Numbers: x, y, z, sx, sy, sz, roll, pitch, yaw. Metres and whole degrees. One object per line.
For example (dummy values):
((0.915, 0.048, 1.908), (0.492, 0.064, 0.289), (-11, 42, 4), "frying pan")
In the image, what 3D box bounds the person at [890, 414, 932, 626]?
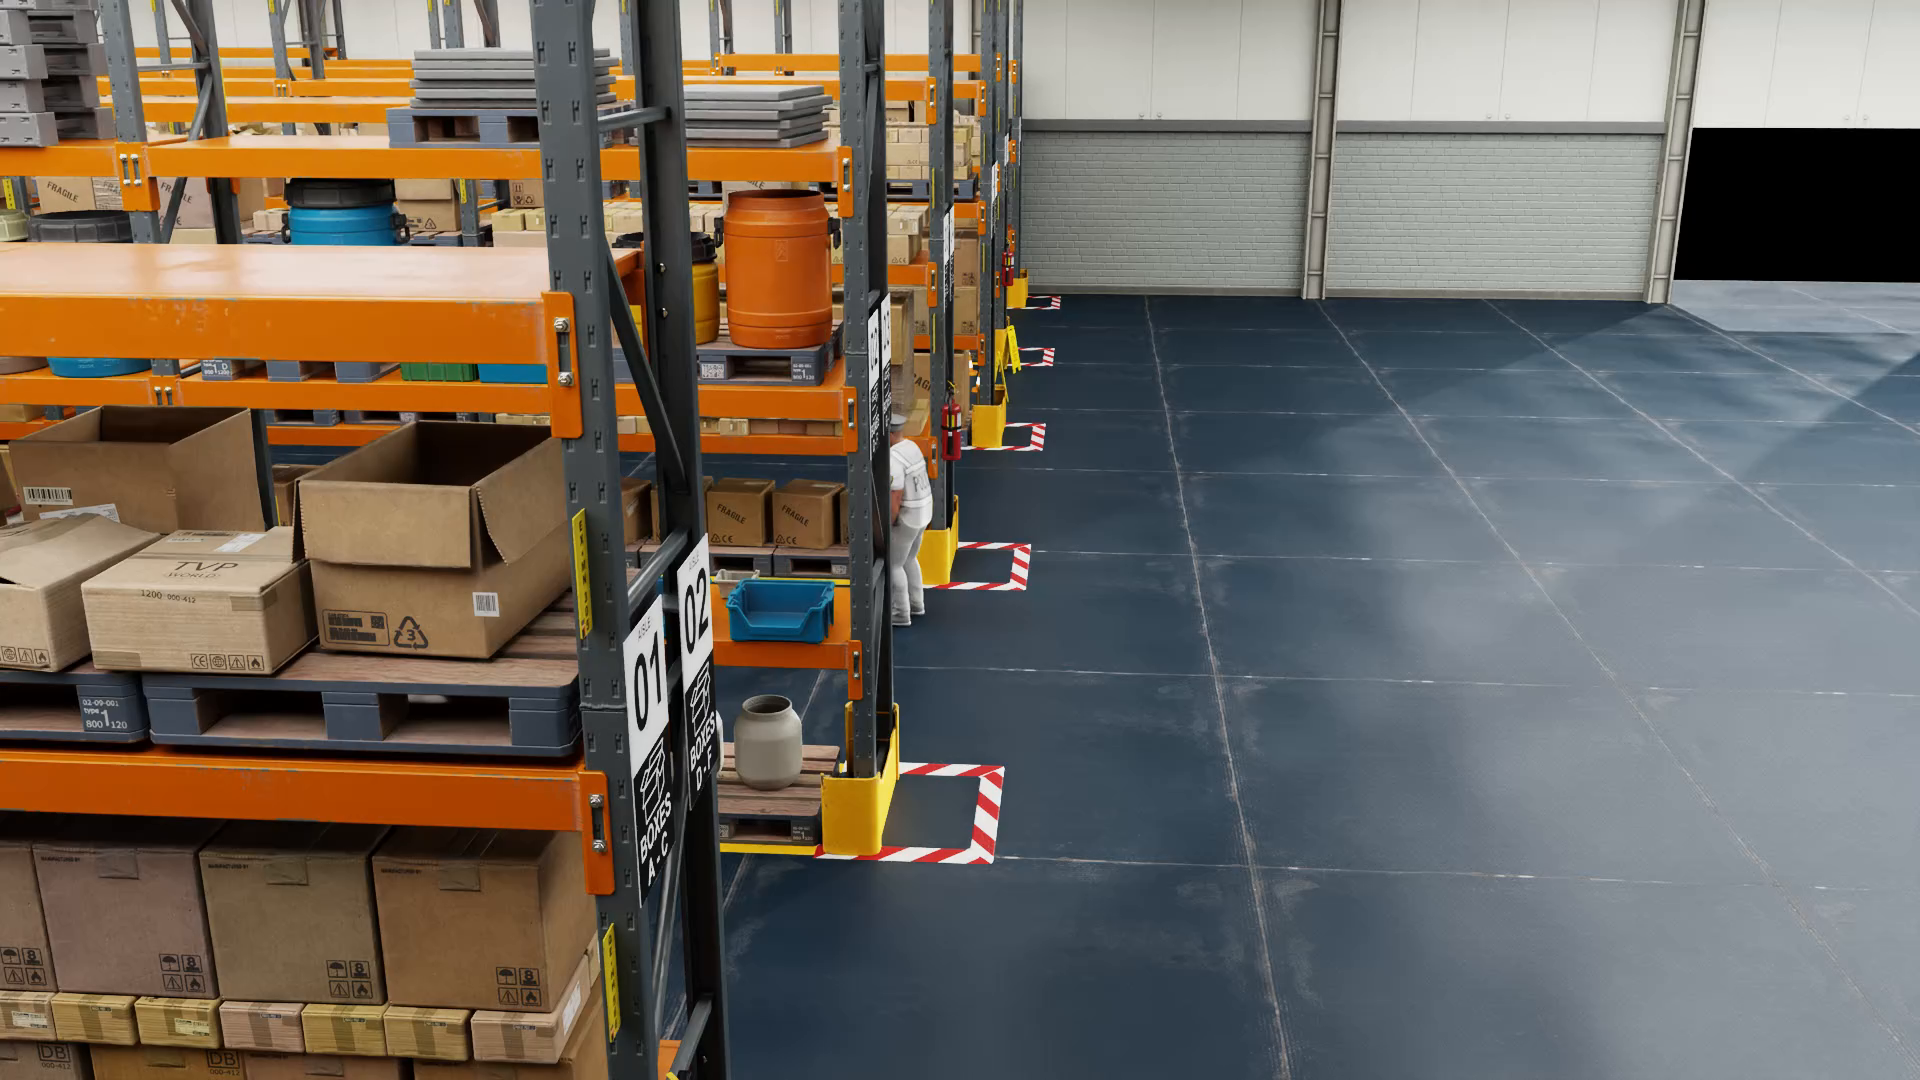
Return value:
((-0.466, -0.167, 13.571), (0.442, 1.747, 0.585), (7, 19, 20), "person")
